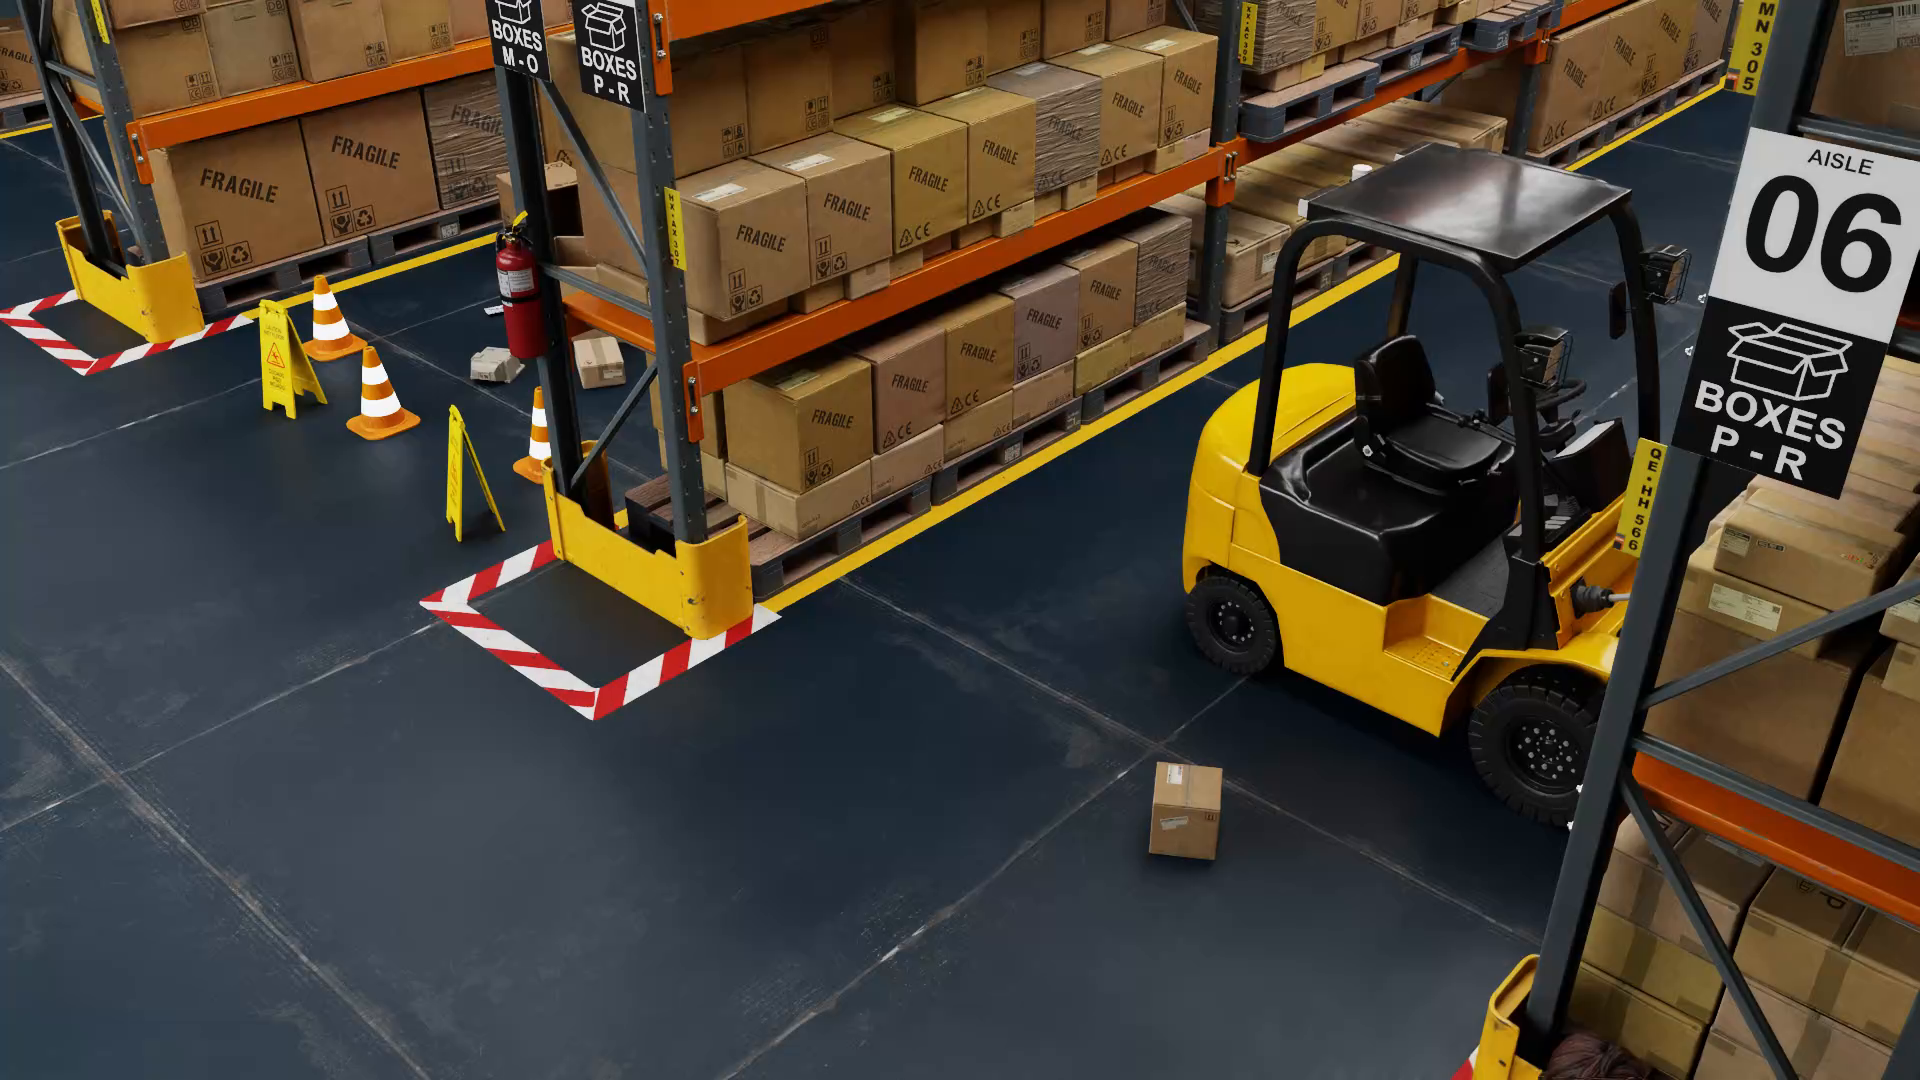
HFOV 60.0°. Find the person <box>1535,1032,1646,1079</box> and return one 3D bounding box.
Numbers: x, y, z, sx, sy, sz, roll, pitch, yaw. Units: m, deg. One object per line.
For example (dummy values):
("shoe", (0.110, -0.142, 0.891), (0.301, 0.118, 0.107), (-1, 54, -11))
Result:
("person", (1.274, 1.717, 3.851), (0.924, 1.539, 0.468), (25, 39, 35))
